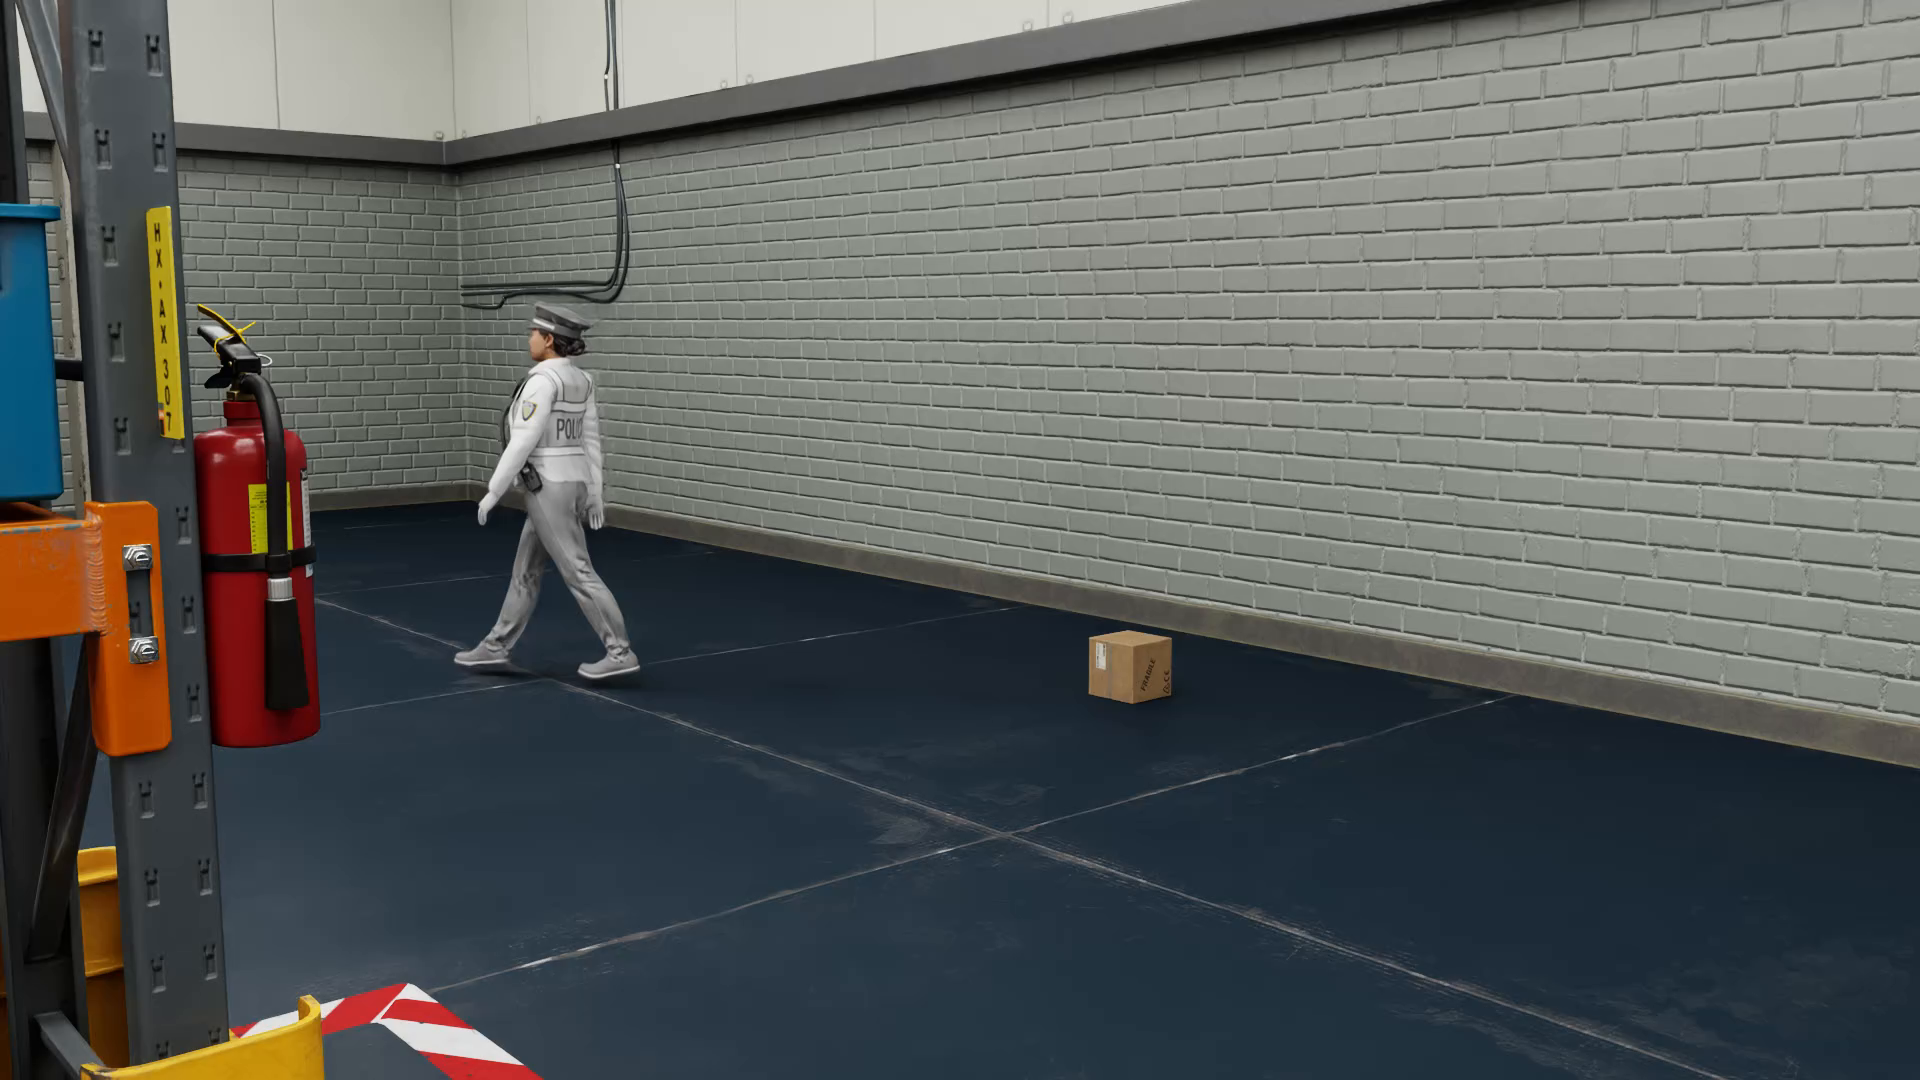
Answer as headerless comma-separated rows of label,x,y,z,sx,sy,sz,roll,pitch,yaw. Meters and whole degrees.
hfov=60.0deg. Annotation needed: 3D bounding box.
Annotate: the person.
person,-1.859,-0.219,7.235,0.937,1.636,0.517,1,8,10
